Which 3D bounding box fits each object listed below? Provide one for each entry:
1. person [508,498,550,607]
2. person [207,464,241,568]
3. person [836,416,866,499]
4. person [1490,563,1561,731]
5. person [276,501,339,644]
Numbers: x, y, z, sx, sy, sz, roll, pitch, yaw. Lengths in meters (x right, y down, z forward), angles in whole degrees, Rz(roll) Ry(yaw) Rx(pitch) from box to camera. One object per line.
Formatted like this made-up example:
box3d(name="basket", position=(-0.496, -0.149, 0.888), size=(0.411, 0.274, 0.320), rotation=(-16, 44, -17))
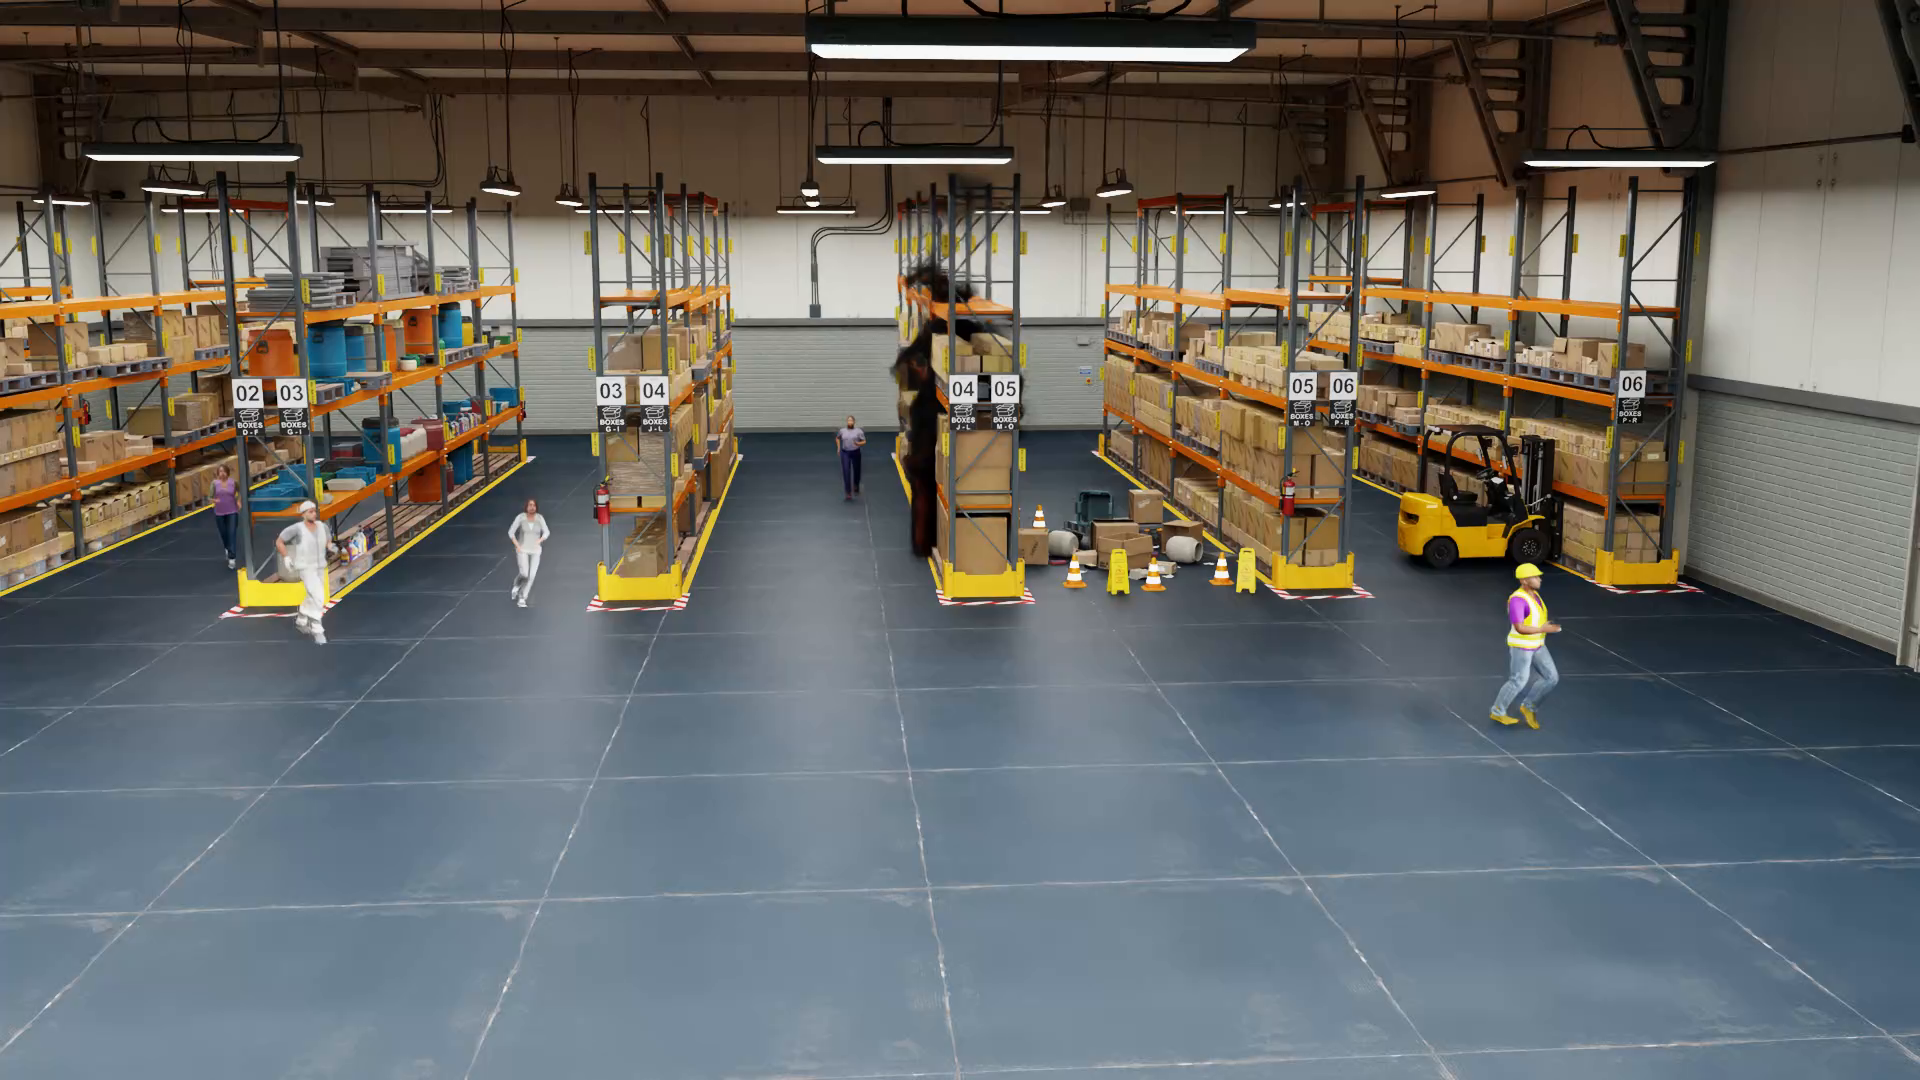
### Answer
box3d(name="person", position=(-6.029, 0.172, 23.379), size=(0.556, 1.529, 0.481), rotation=(-5, 11, -26))
box3d(name="person", position=(-11.588, -0.397, 26.274), size=(0.537, 1.582, 0.878), rotation=(-4, 11, -20))
box3d(name="person", position=(-2.190, -1.687, 33.443), size=(0.610, 1.630, 0.940), rotation=(-1, 10, -5))
box3d(name="person", position=(5.917, 1.122, 17.294), size=(0.711, 1.784, 0.671), rotation=(10, 14, 44))
box3d(name="person", position=(-8.308, 0.406, 21.332), size=(0.787, 1.844, 0.636), rotation=(5, 11, 27))
